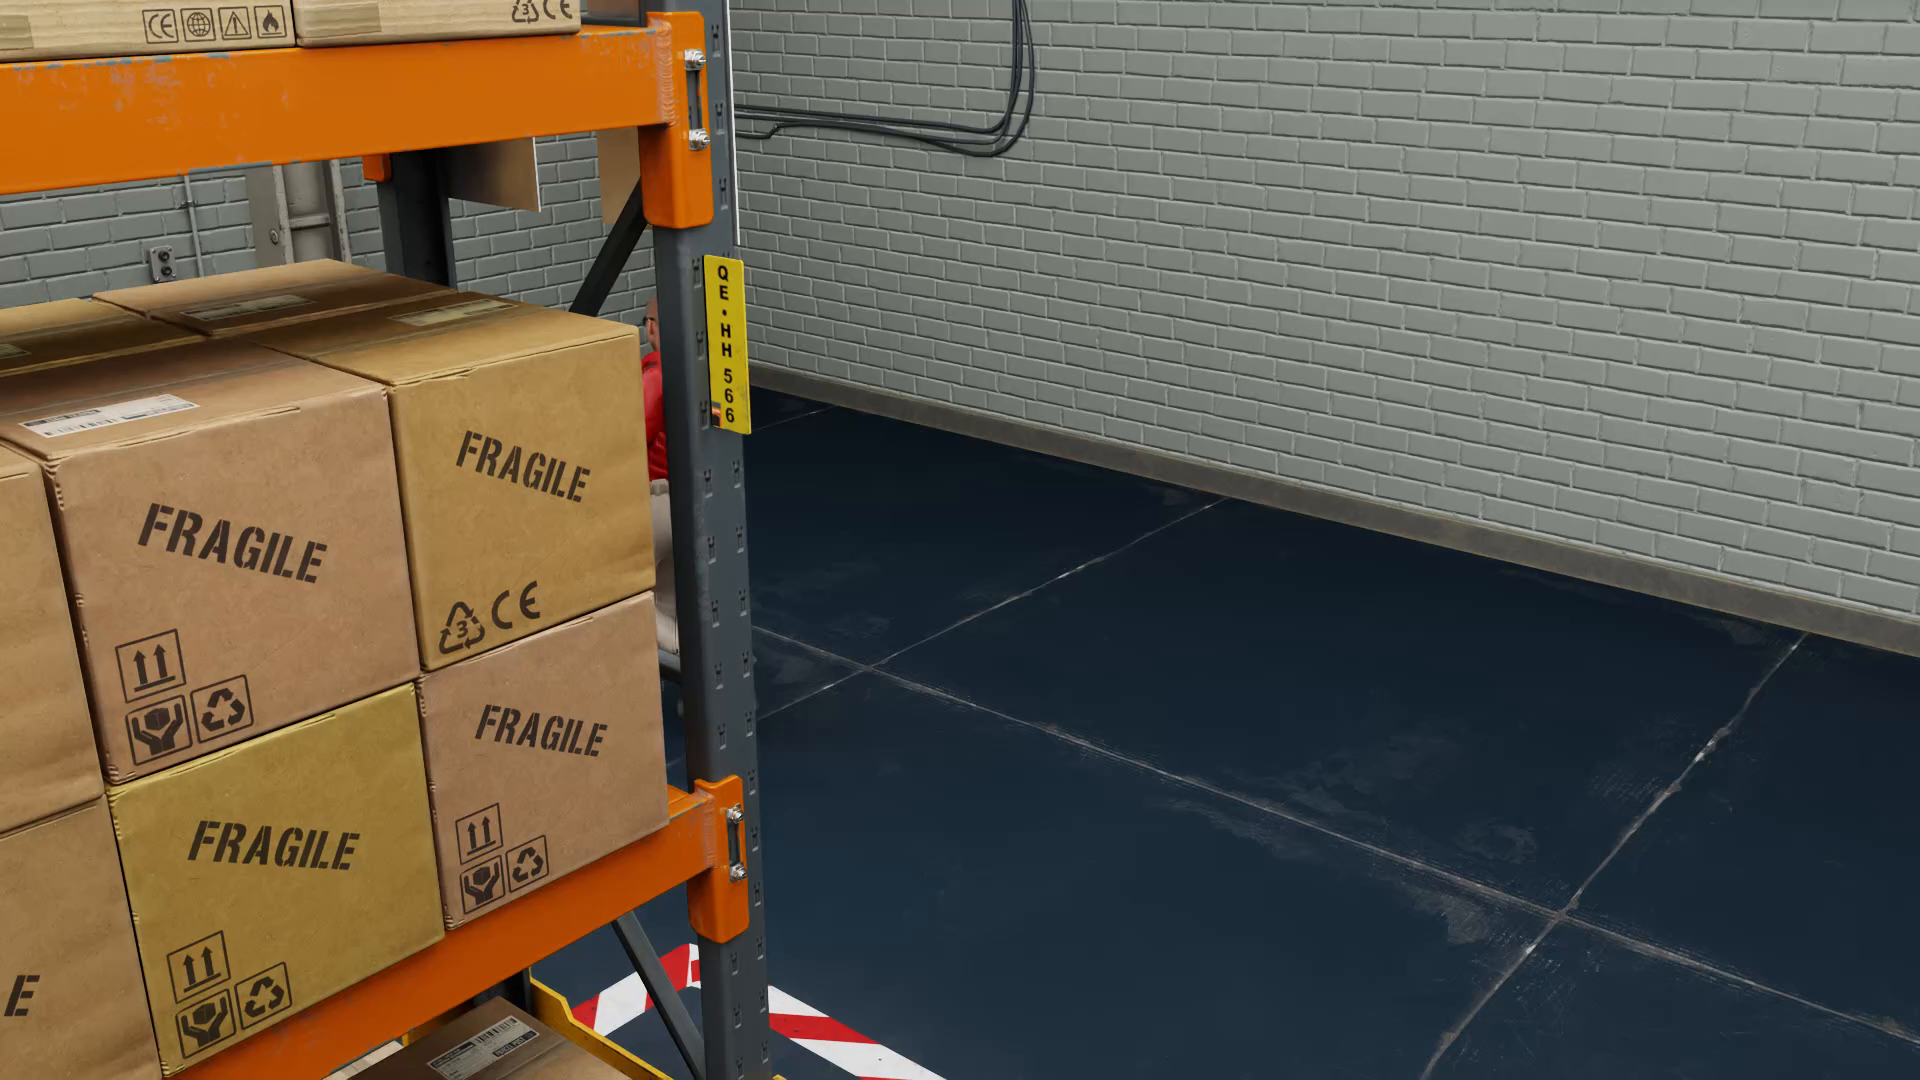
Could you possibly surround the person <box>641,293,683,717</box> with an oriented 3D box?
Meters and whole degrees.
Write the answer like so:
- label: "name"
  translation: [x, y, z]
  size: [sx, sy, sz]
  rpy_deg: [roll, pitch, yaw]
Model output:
- label: "person"
  translation: [-1.209, -0.120, 6.421]
  size: [0.715, 1.708, 0.607]
  rpy_deg: [11, 23, 28]
